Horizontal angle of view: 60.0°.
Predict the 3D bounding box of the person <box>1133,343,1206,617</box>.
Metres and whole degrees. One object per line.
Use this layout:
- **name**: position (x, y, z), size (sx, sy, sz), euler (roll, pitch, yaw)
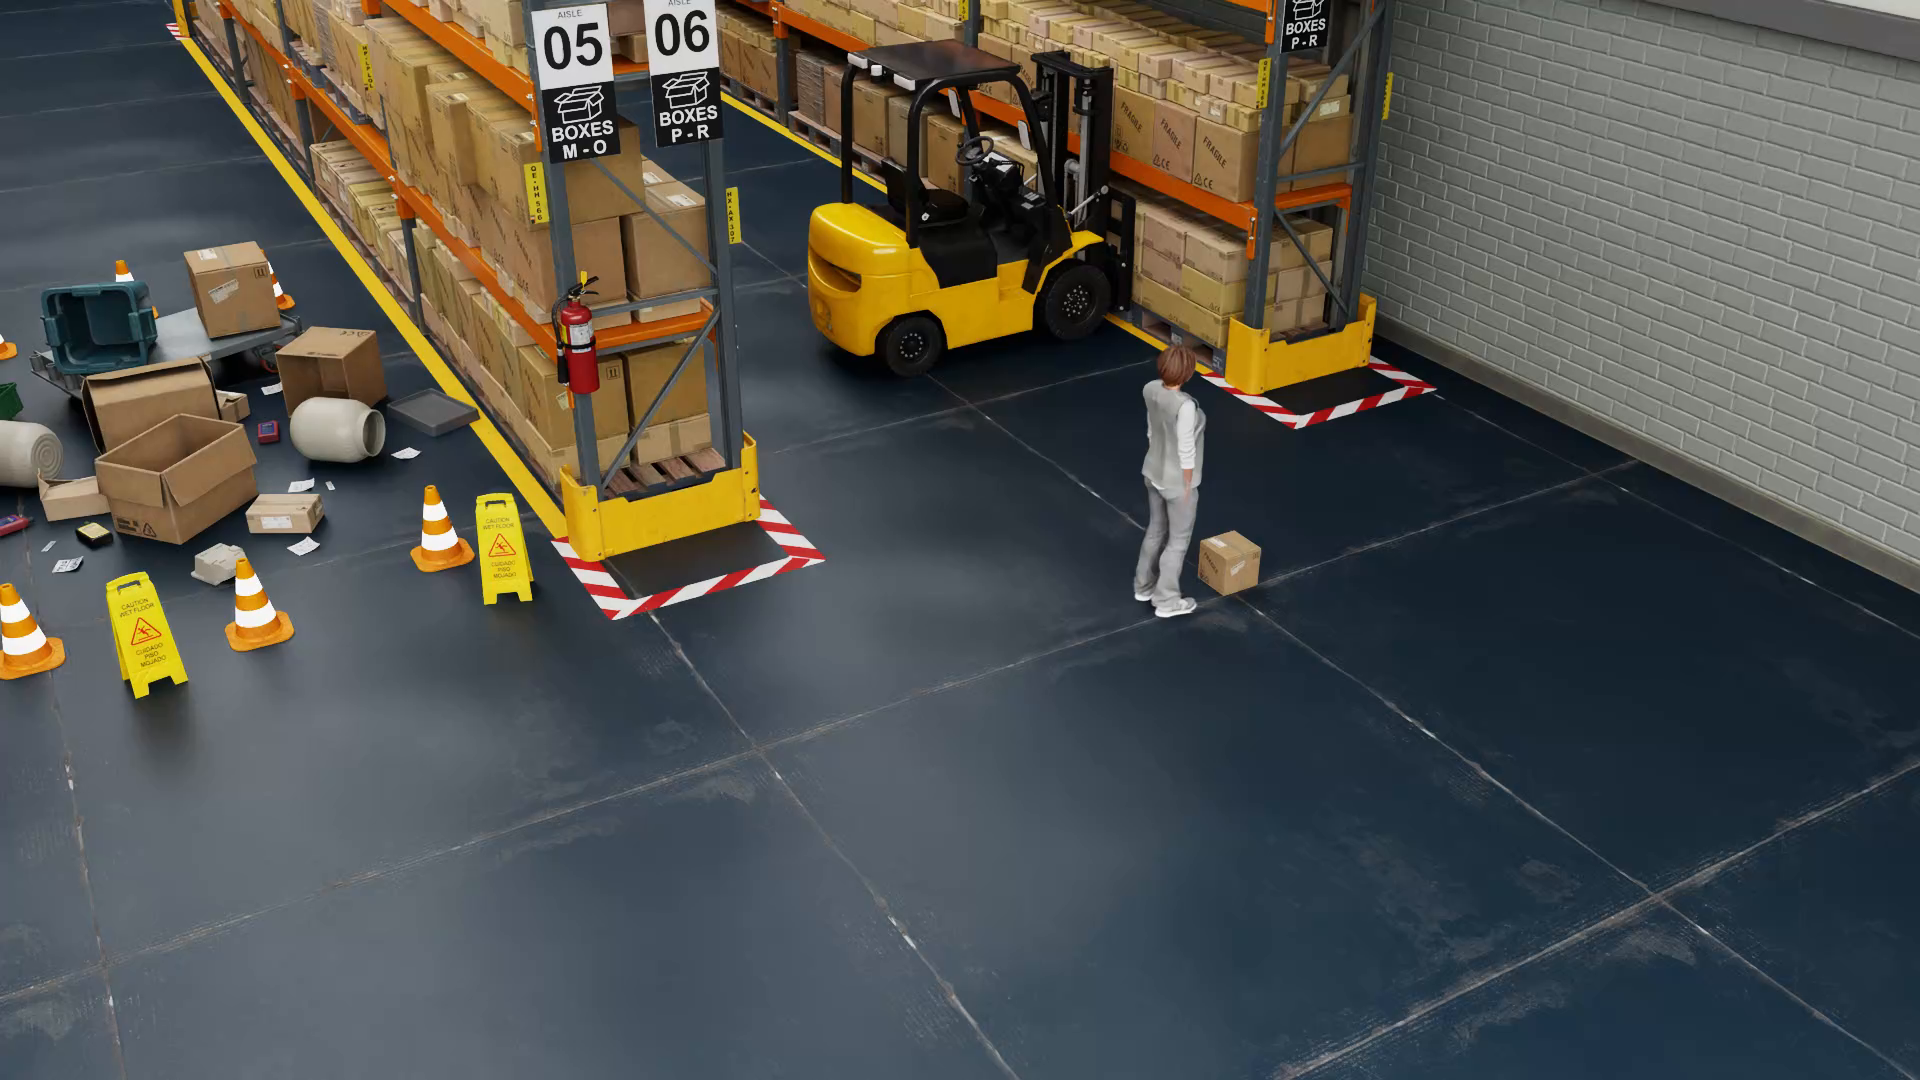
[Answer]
- **person**: position (1.158, -0.337, 9.162), size (0.303, 1.597, 0.406), euler (-15, 33, -25)
